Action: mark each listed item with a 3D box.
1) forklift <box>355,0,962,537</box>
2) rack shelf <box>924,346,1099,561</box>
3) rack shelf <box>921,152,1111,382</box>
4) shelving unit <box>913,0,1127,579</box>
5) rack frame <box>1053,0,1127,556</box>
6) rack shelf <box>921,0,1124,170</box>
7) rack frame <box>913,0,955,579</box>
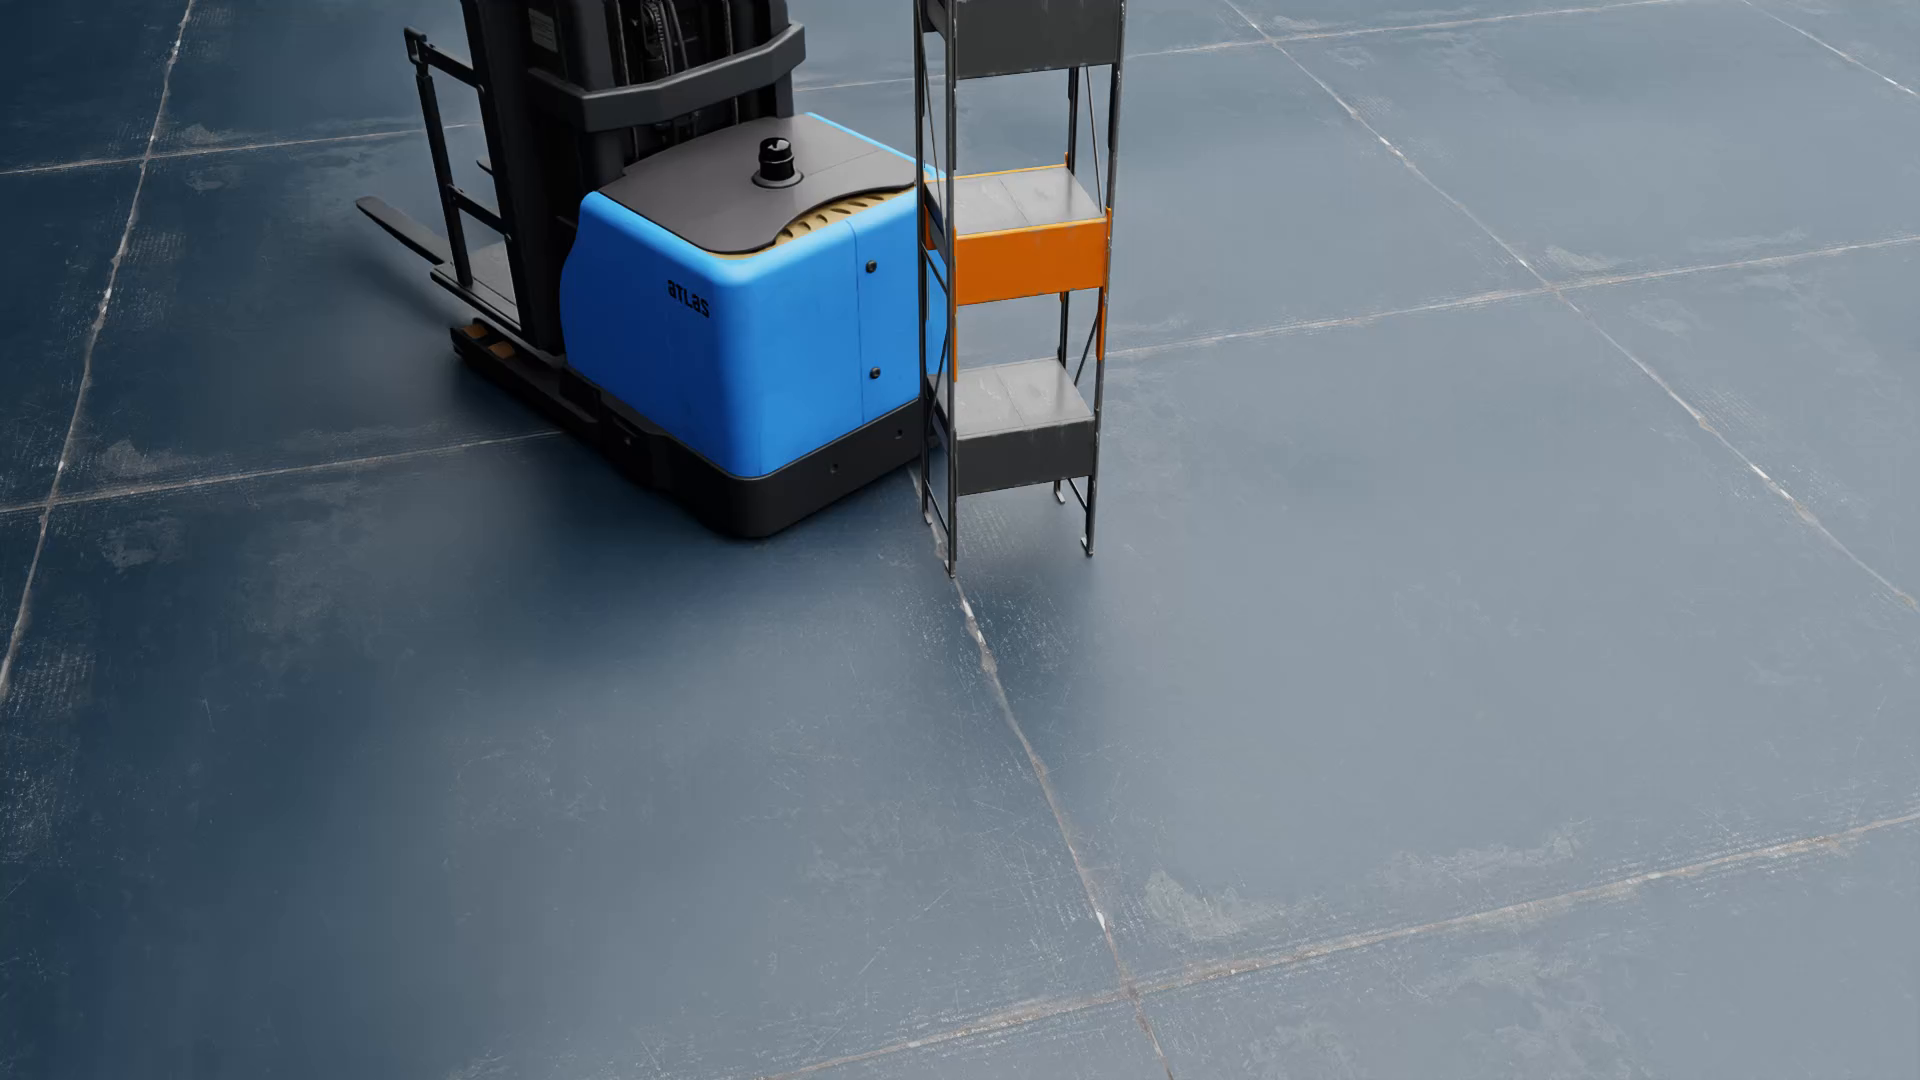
[{"bbox_3d":[-1.380,-1.970,5.913,1.130,2.935,3.031,-31,47,-34],"label":"forklift"},{"bbox_3d":[0.160,-0.293,5.580,0.480,0.518,0.431,-9,38,-12],"label":"rack shelf"},{"bbox_3d":[0.160,-0.849,5.155,0.480,0.518,0.431,-9,38,-12],"label":"rack shelf"},{"bbox_3d":[0.160,-0.860,5.146,0.503,2.100,0.431,-9,38,-12],"label":"shelving unit"},{"bbox_3d":[0.395,-0.899,5.197,0.015,2.100,0.400,-9,38,-12],"label":"rack frame"},{"bbox_3d":[0.160,-1.405,4.729,0.480,0.518,0.431,-9,38,-12],"label":"rack shelf"},{"bbox_3d":[-0.076,-0.822,5.096,0.015,2.100,0.400,-9,38,-12],"label":"rack frame"}]
